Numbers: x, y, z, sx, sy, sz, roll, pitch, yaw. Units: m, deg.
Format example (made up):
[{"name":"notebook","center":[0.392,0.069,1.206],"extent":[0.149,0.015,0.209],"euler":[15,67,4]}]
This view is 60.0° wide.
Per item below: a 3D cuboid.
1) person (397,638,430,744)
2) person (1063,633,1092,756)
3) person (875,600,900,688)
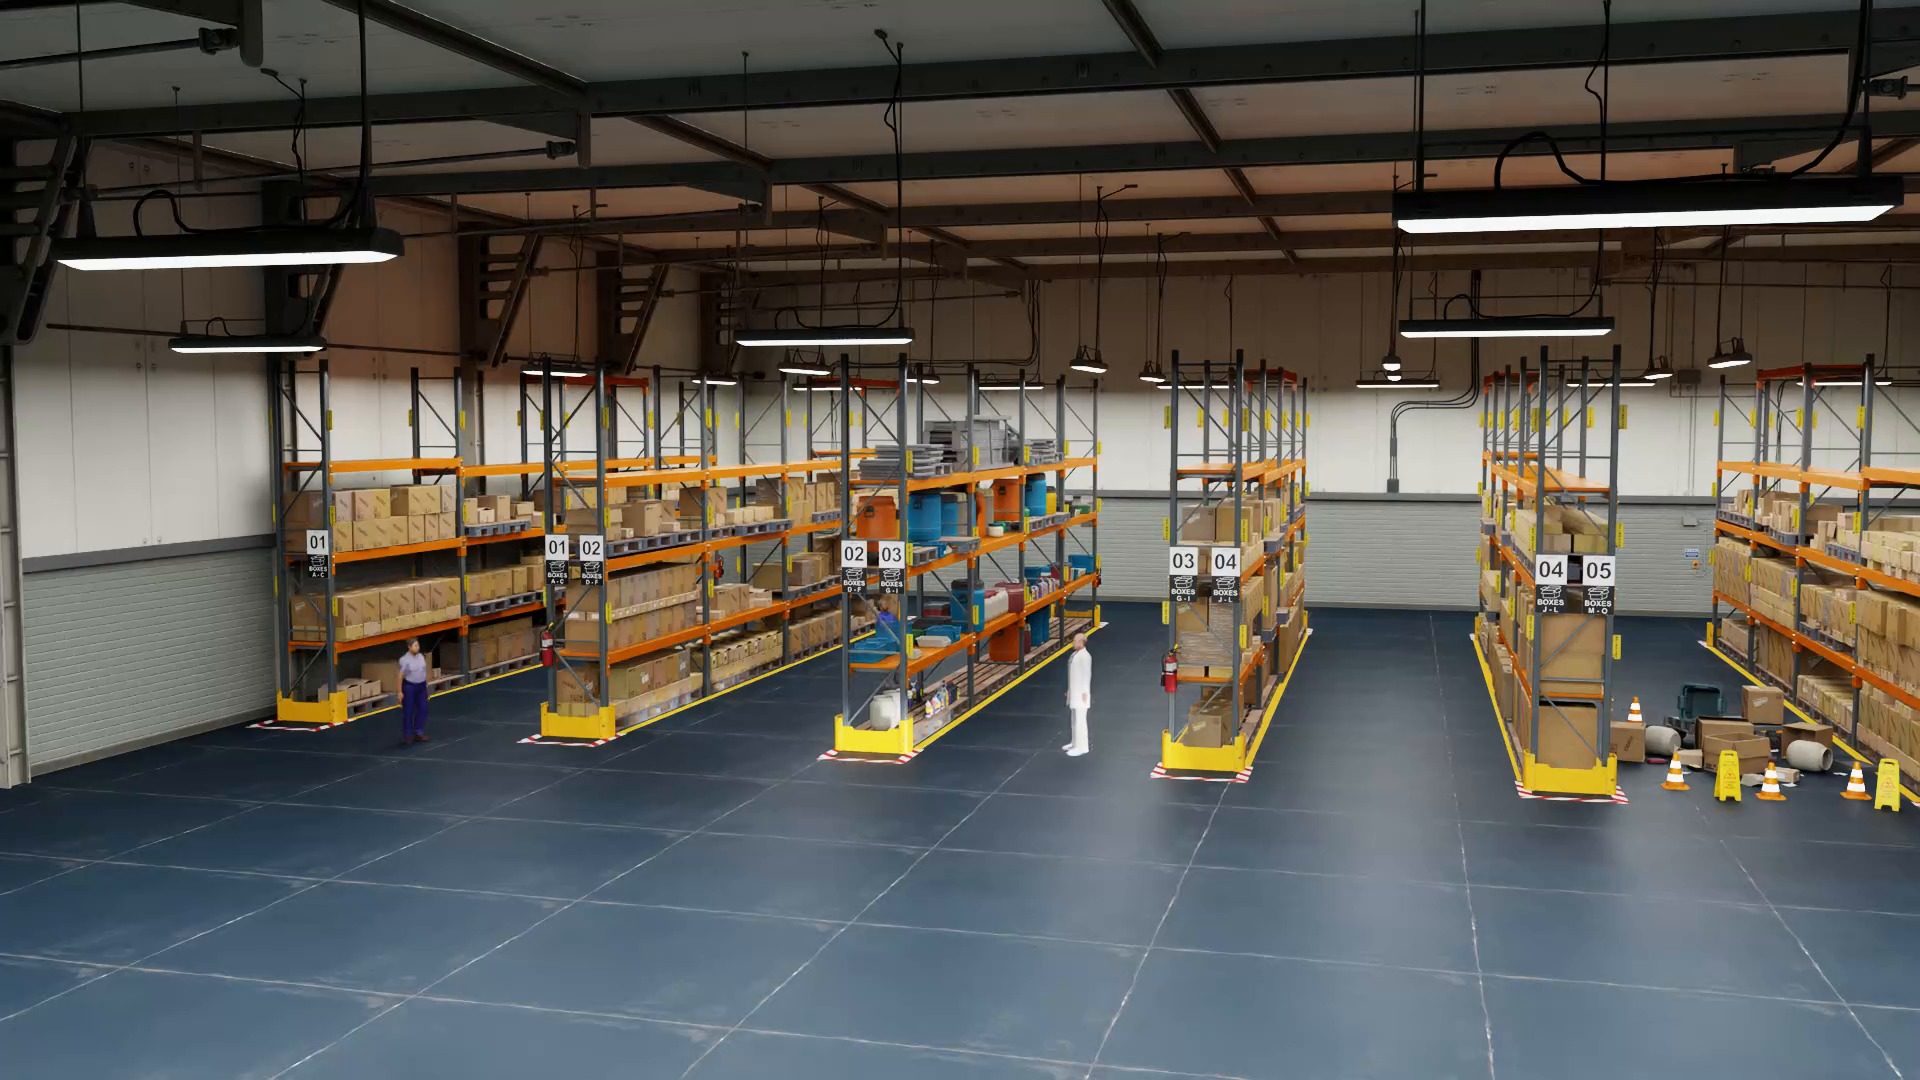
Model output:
[{"name":"person","center":[-8.498,2.331,25.820],"extent":[0.382,1.645,0.614],"euler":[3,5,32]},{"name":"person","center":[1.747,2.311,25.097],"extent":[0.407,1.802,0.626],"euler":[-1,4,-11]},{"name":"person","center":[-1.322,1.941,31.143],"extent":[0.541,1.633,0.406],"euler":[-3,5,-33]}]
